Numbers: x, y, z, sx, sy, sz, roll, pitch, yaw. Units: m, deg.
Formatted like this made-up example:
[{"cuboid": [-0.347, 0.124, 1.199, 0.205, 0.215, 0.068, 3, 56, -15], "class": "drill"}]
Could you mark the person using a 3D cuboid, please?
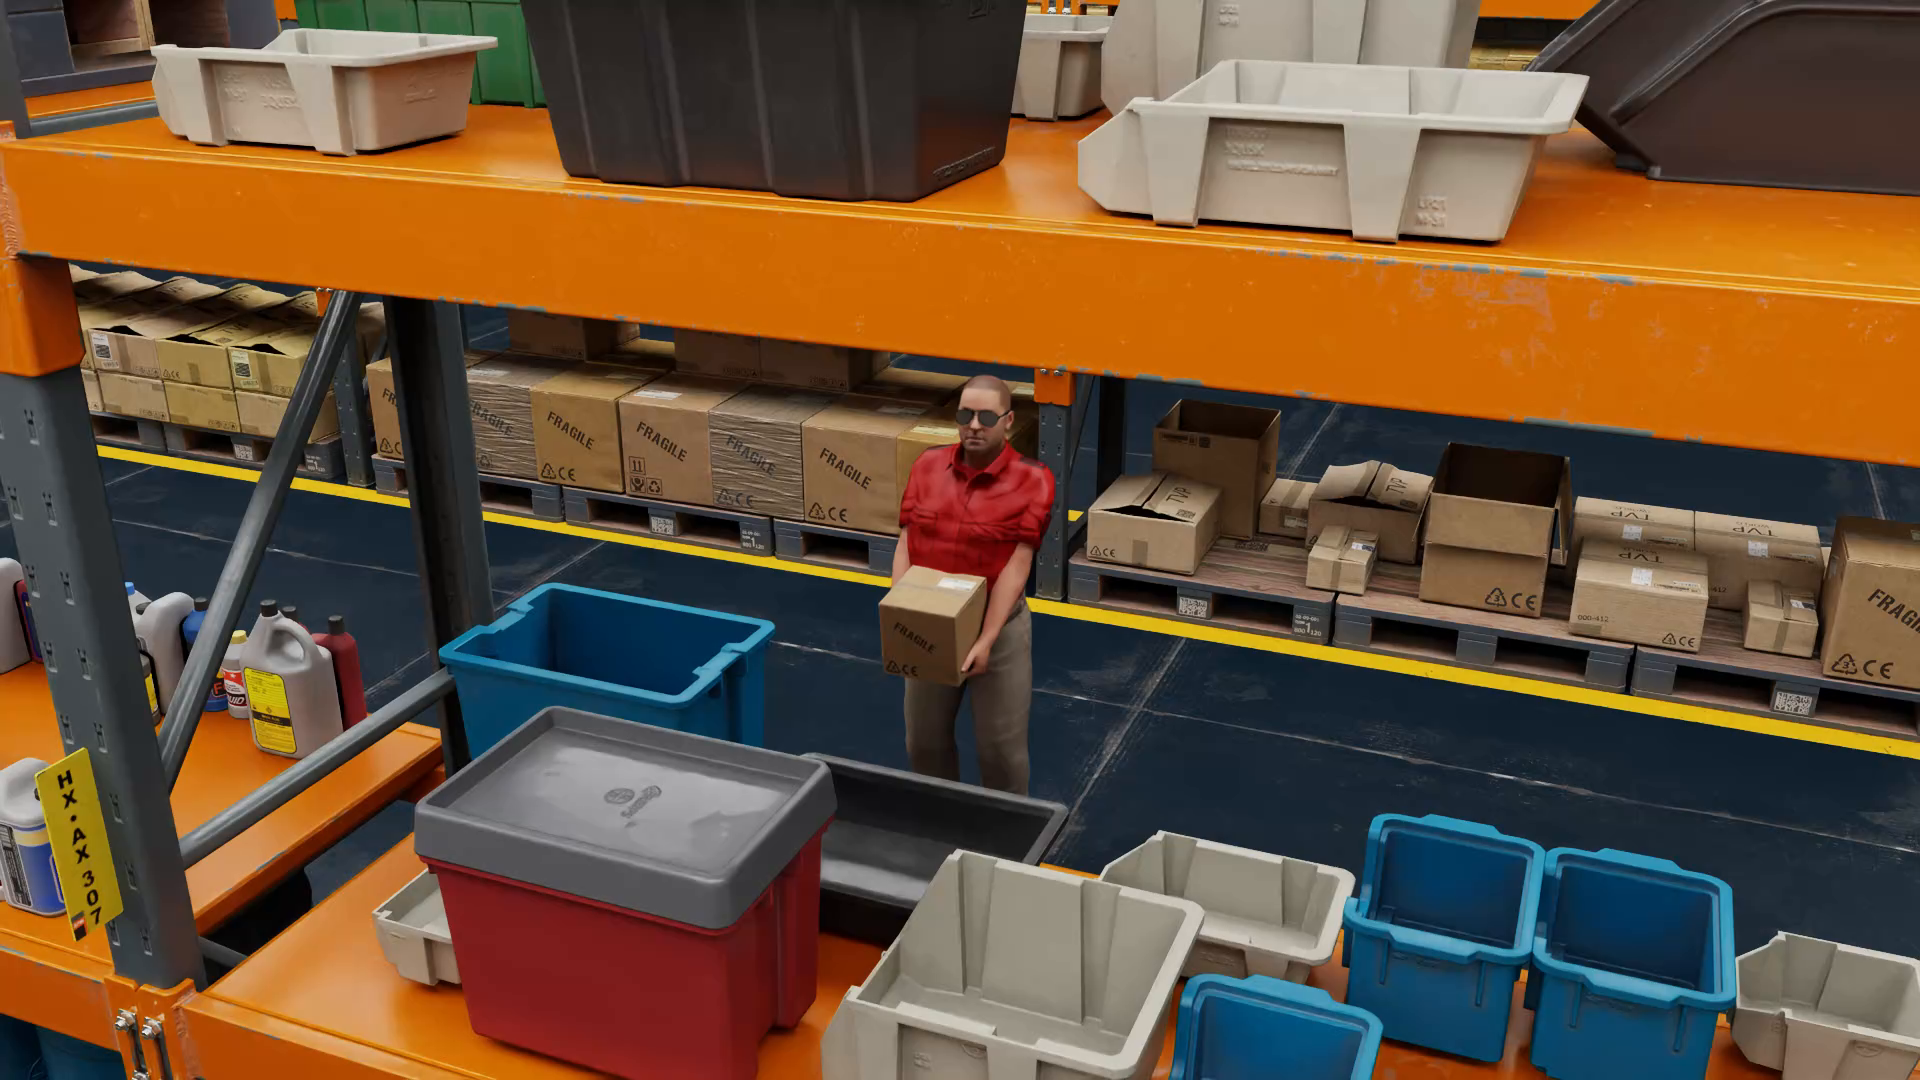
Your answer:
[{"cuboid": [0.005, 0.348, 5.277, 0.494, 1.715, 0.537, 9, 24, 21], "class": "person"}]
